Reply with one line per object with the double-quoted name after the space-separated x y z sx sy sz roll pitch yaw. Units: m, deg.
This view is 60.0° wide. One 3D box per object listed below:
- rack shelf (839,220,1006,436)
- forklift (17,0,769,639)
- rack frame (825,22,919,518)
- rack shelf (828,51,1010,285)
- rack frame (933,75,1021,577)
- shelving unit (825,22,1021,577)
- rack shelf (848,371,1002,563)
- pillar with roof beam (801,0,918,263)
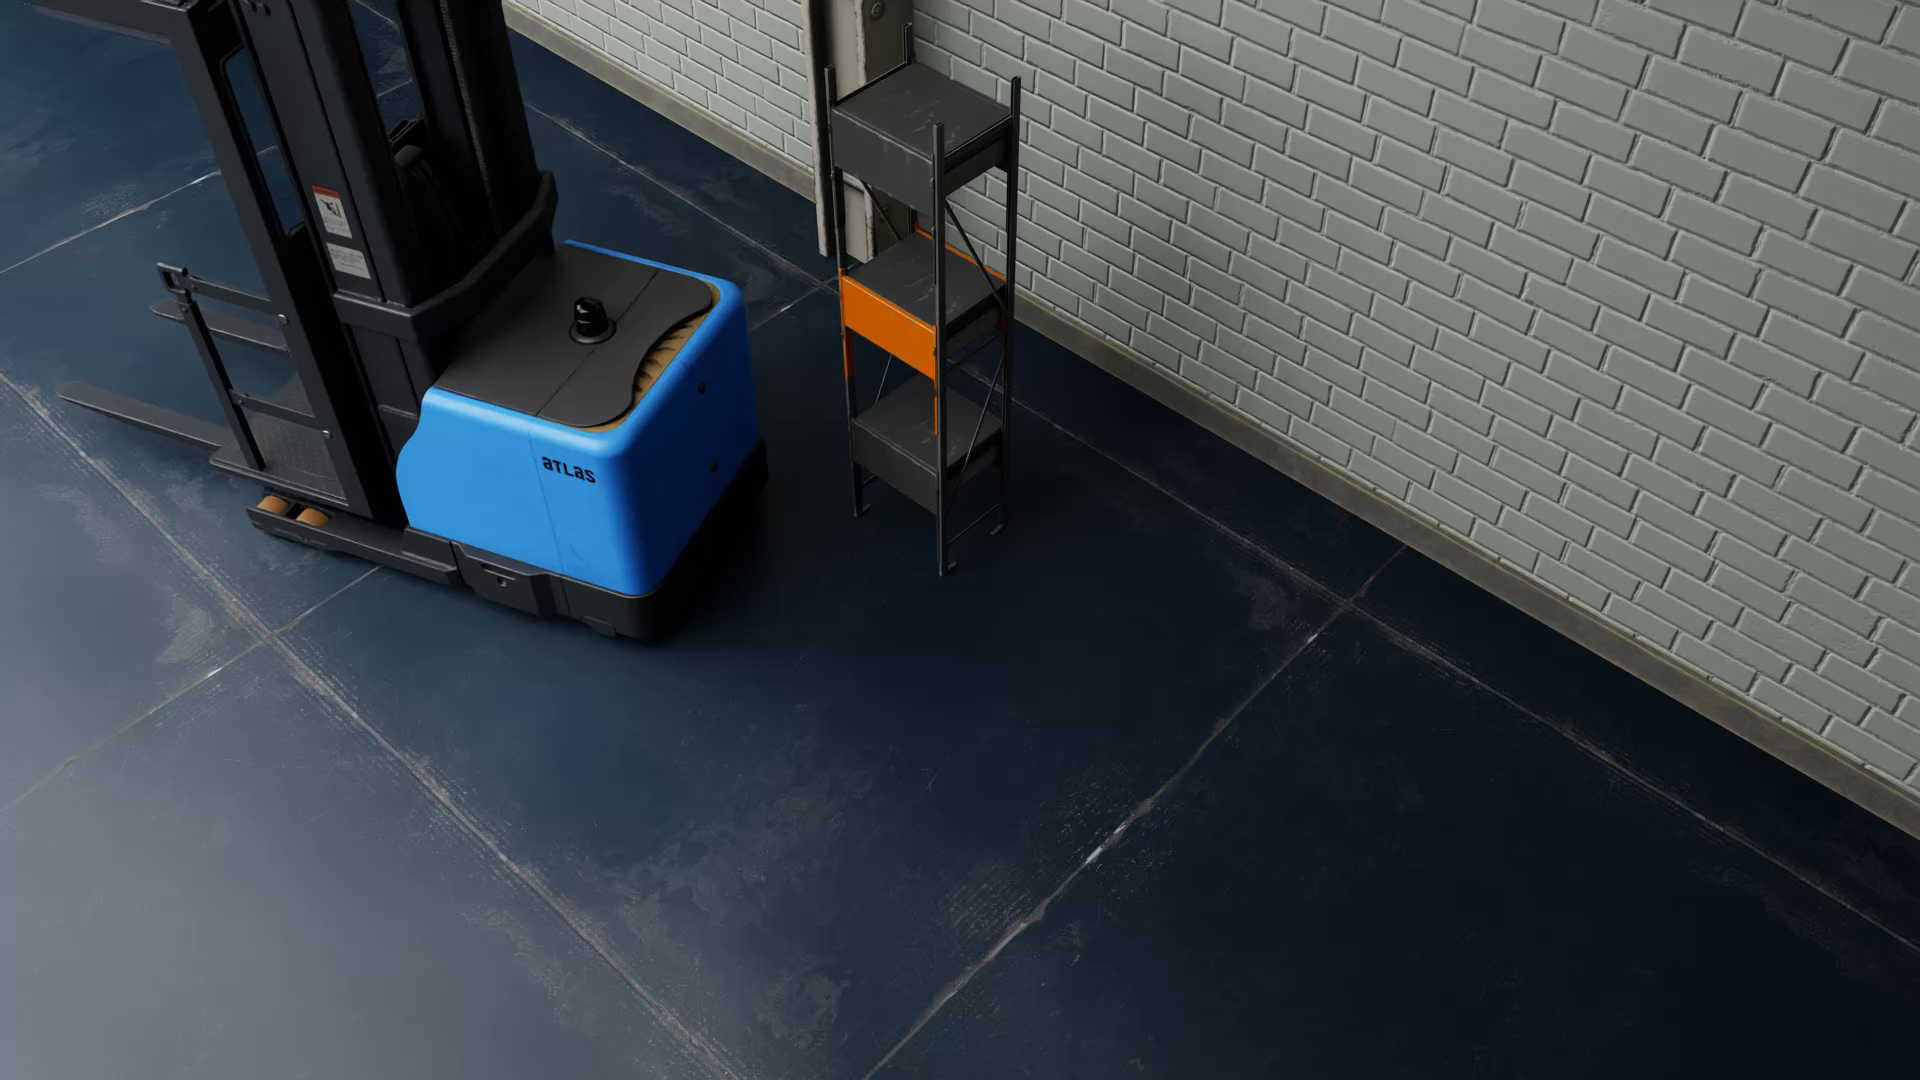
-0.122 -0.791 6.180 0.480 0.518 0.431 34 55 28 "rack shelf"
-2.375 -1.311 6.079 3.031 2.935 1.130 16 49 15 "forklift"
-0.301 -0.921 6.283 0.015 2.100 0.400 34 55 28 "rack frame"
-0.122 -1.270 5.670 0.480 0.518 0.431 34 55 28 "rack shelf"
0.058 -0.680 6.057 0.015 2.100 0.400 34 55 28 "rack frame"
-0.122 -0.801 6.170 0.503 2.100 0.431 34 55 28 "shelving unit"
-0.122 -0.312 6.690 0.480 0.518 0.431 34 55 28 "rack shelf"
-3.365 -2.176 2.729 0.400 9.000 9.100 34 55 28 "pillar with roof beam"
